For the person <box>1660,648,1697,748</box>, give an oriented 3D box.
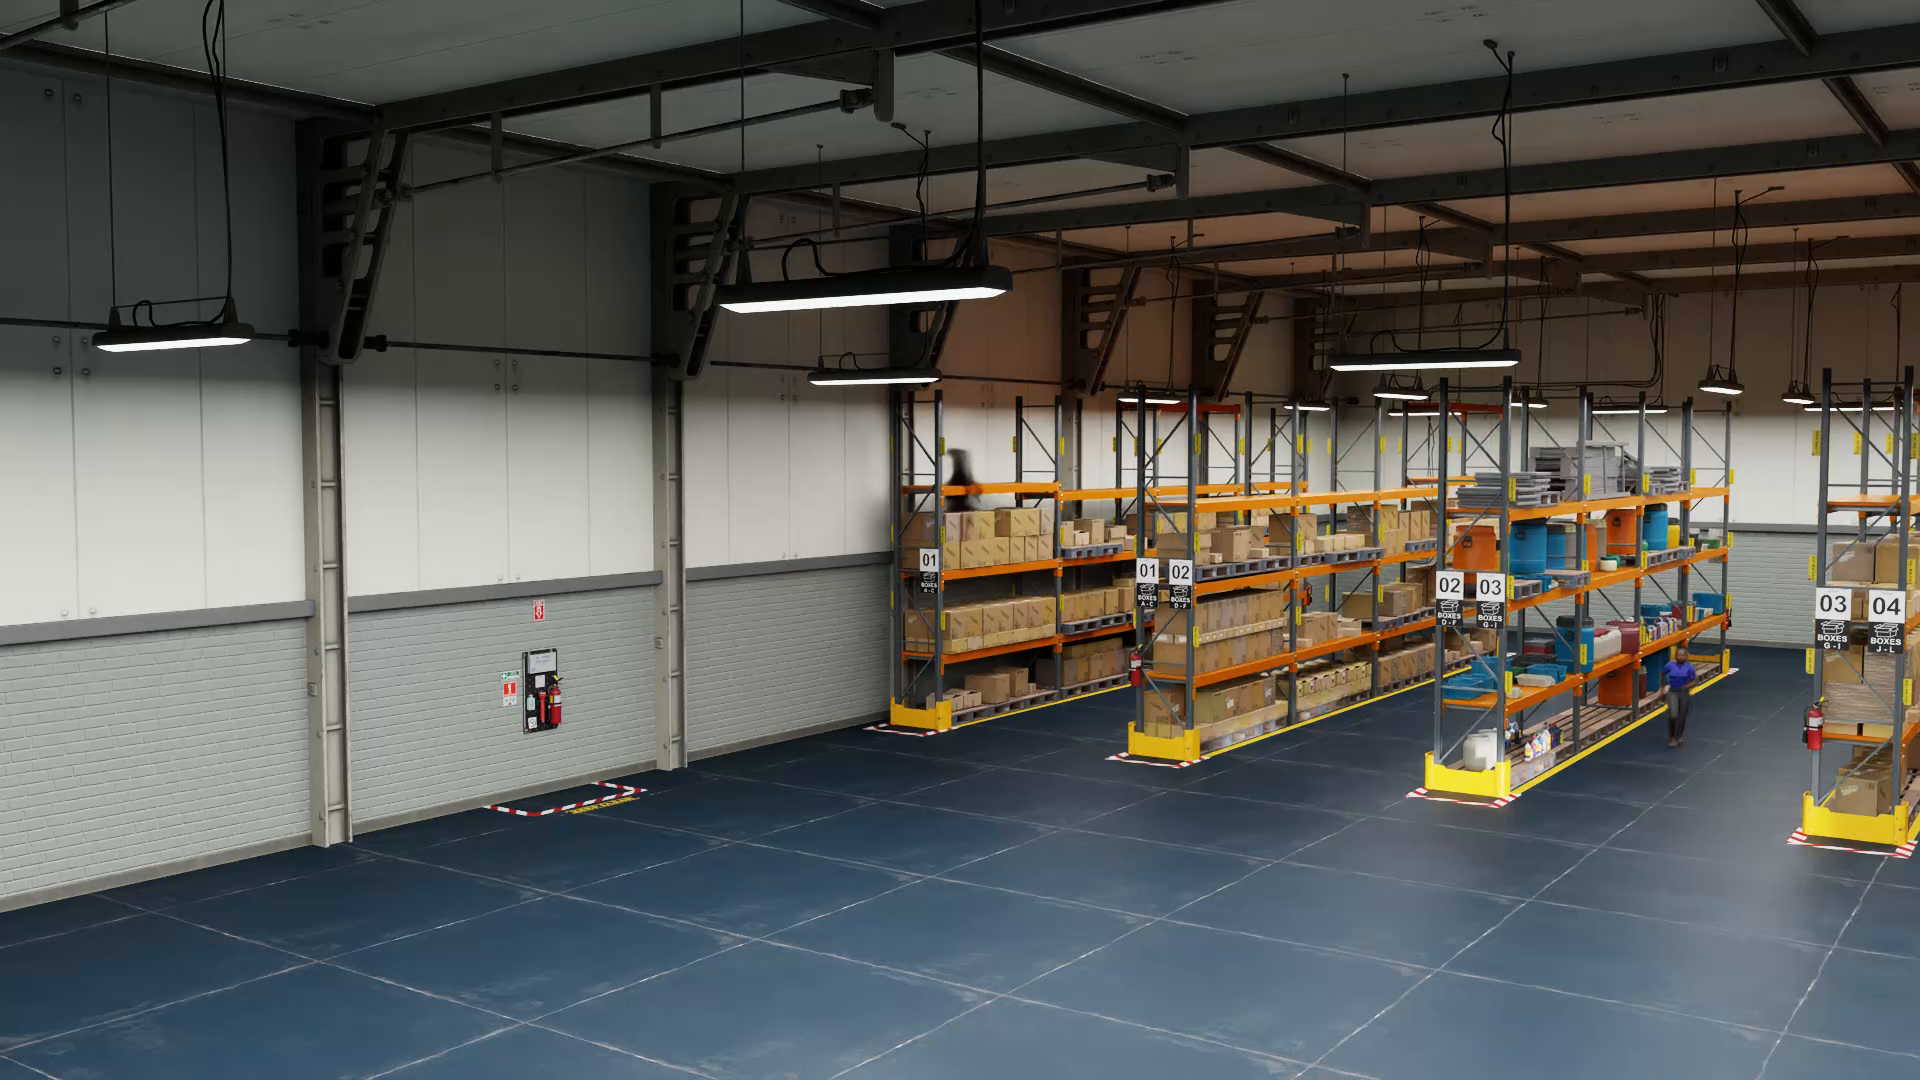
[{"bbox_3d":[11.944,2.635,27.650,0.538,1.657,0.781,1,3,17],"label":"person"}]
